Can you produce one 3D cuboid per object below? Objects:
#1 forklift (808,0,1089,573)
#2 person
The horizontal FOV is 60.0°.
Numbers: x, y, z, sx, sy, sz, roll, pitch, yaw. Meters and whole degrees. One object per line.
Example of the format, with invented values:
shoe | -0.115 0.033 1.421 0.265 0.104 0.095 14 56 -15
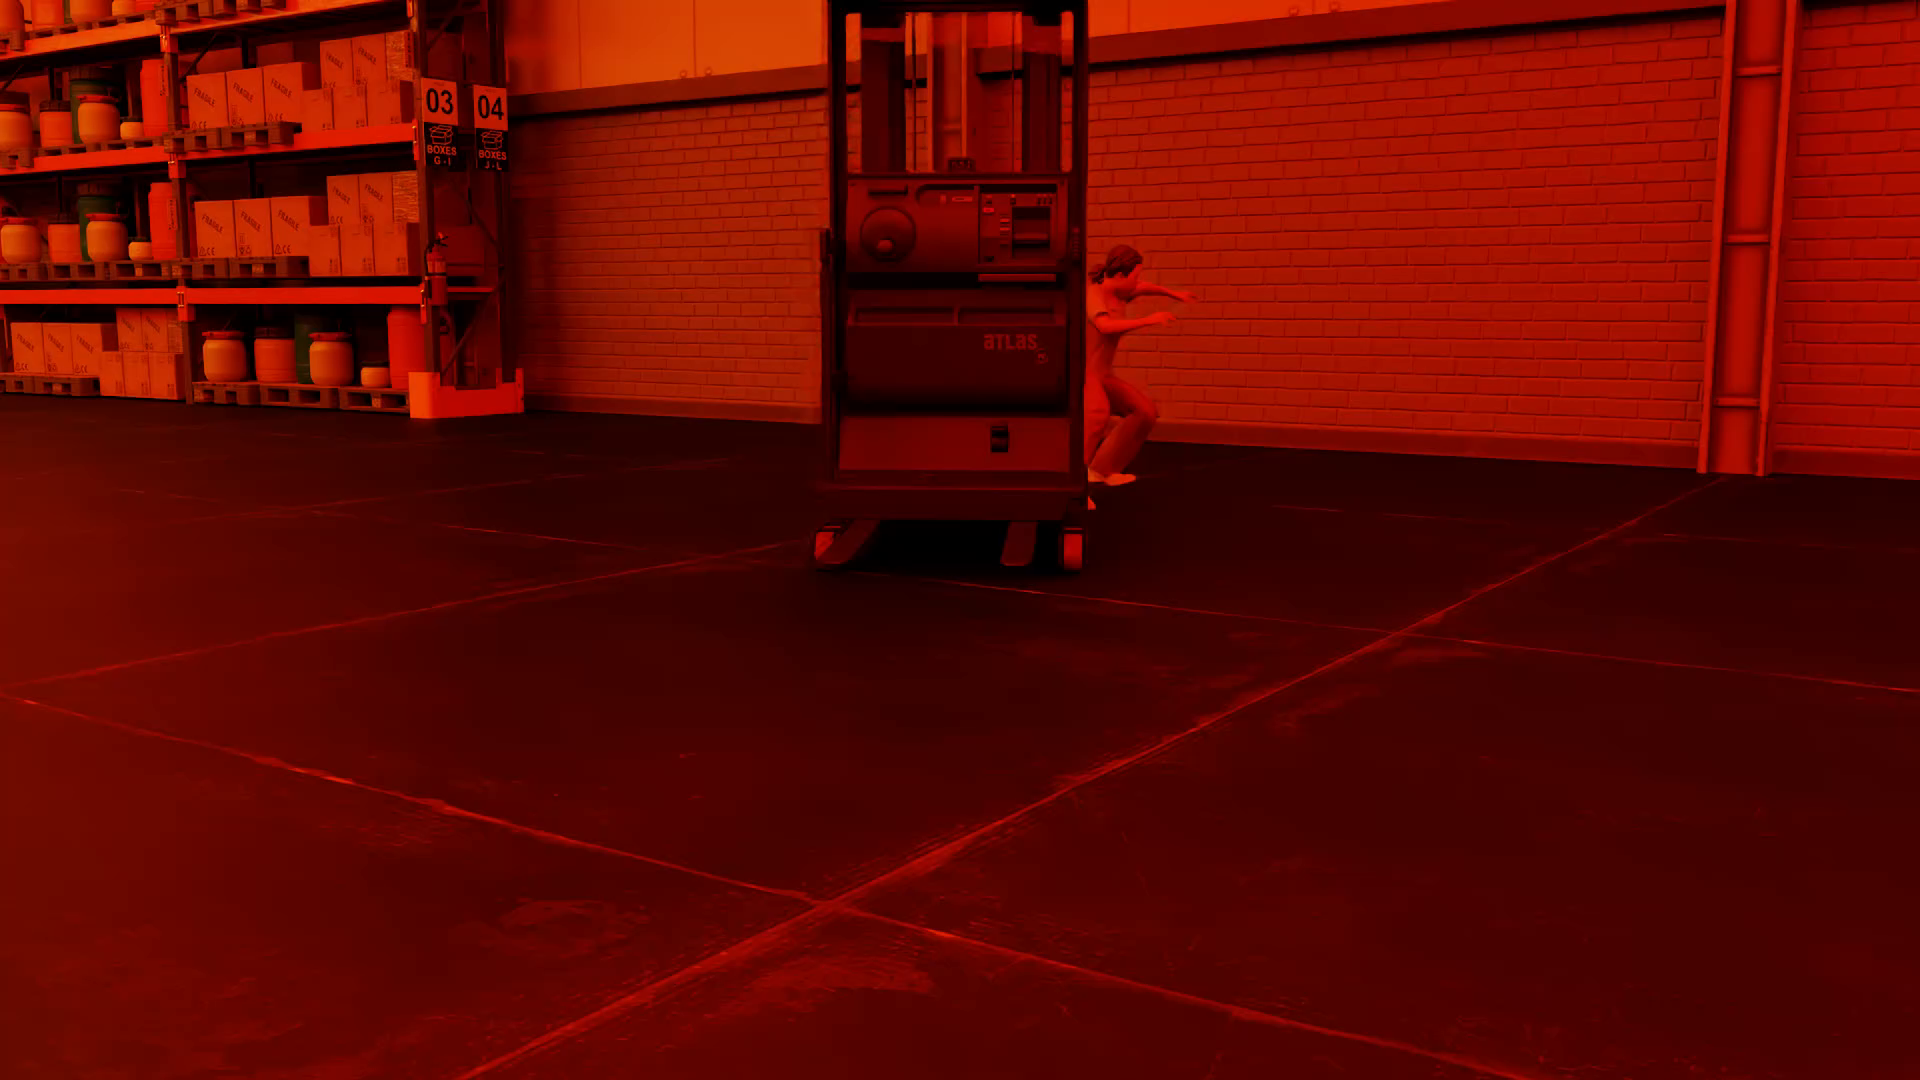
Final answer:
forklift | -0.024 -1.364 6.786 1.130 2.935 3.031 1 8 4
person | 0.919 -0.932 9.238 0.707 1.396 1.429 5 9 31
